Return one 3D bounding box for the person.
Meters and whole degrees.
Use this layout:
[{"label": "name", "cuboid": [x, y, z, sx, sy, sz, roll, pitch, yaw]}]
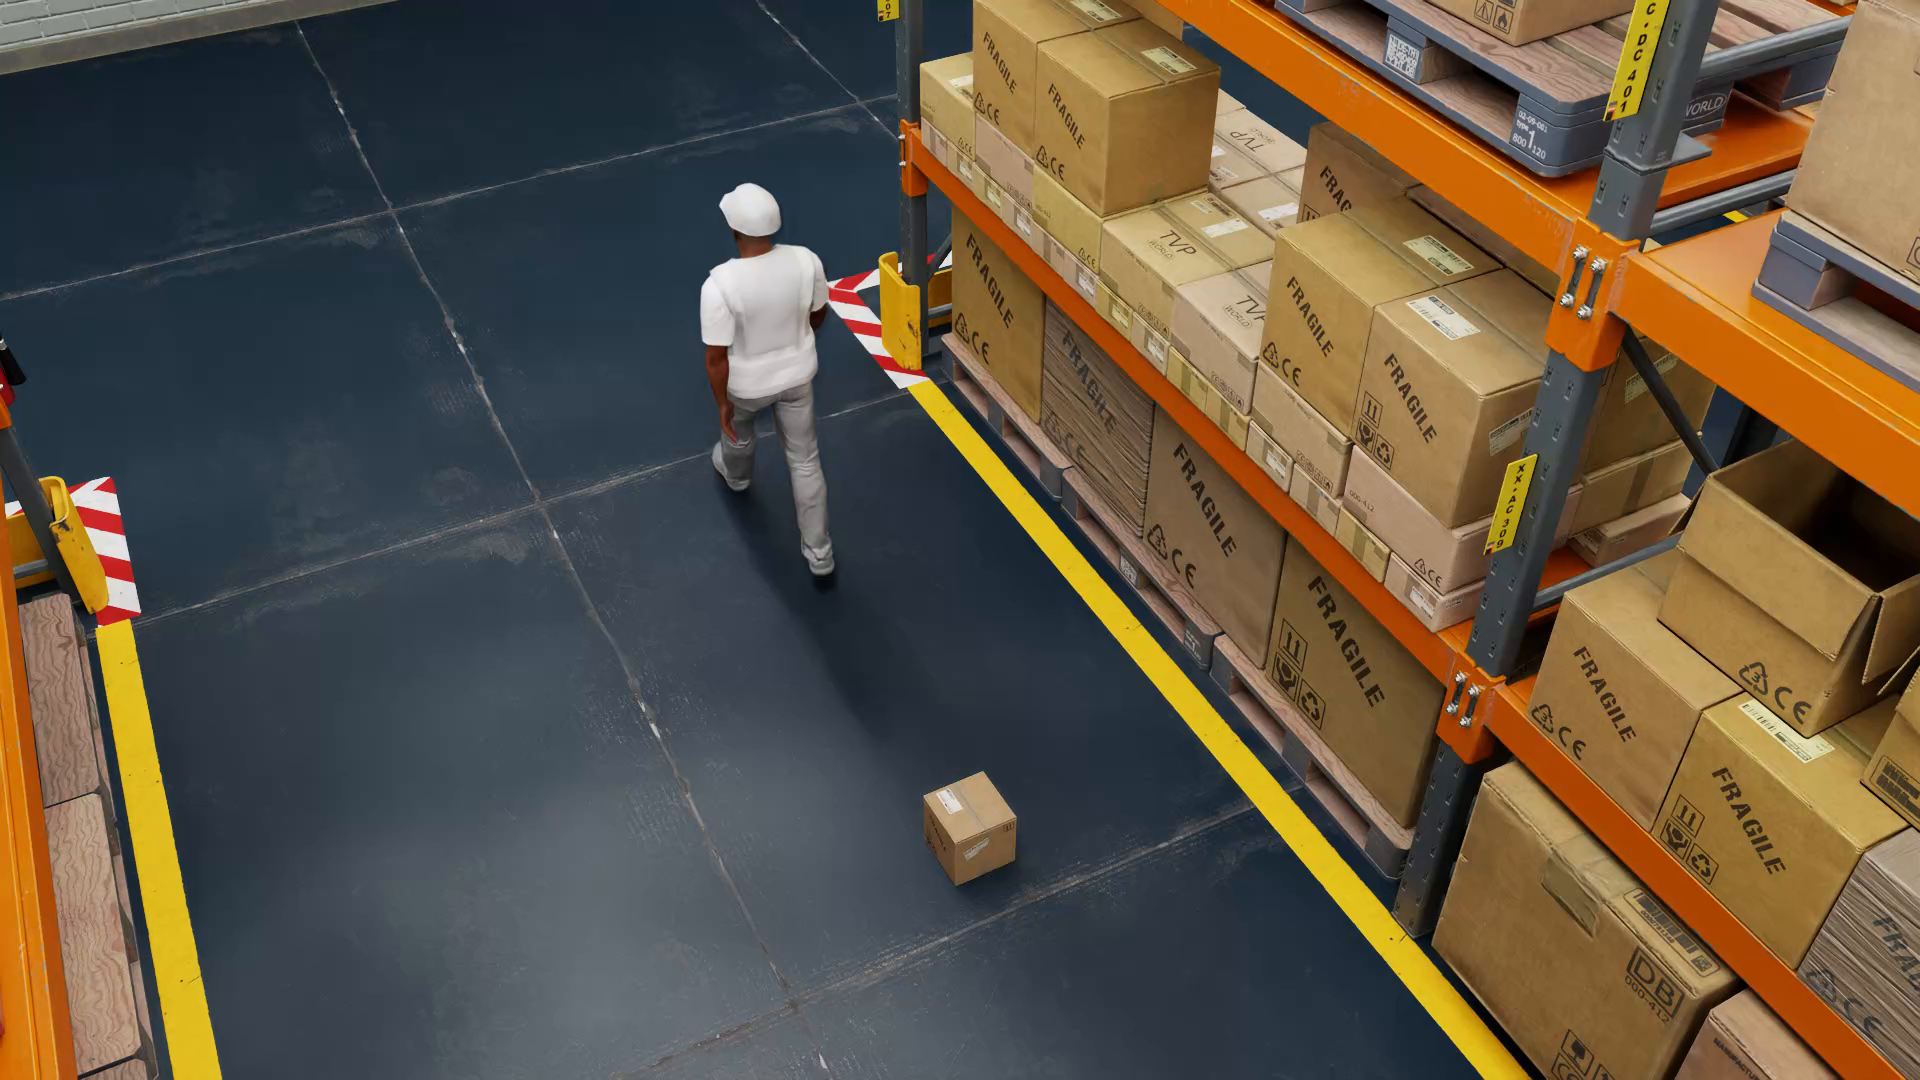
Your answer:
[{"label": "person", "cuboid": [-0.827, -0.755, 7.001, 0.576, 1.711, 1.063, -16, 43, -17]}]
